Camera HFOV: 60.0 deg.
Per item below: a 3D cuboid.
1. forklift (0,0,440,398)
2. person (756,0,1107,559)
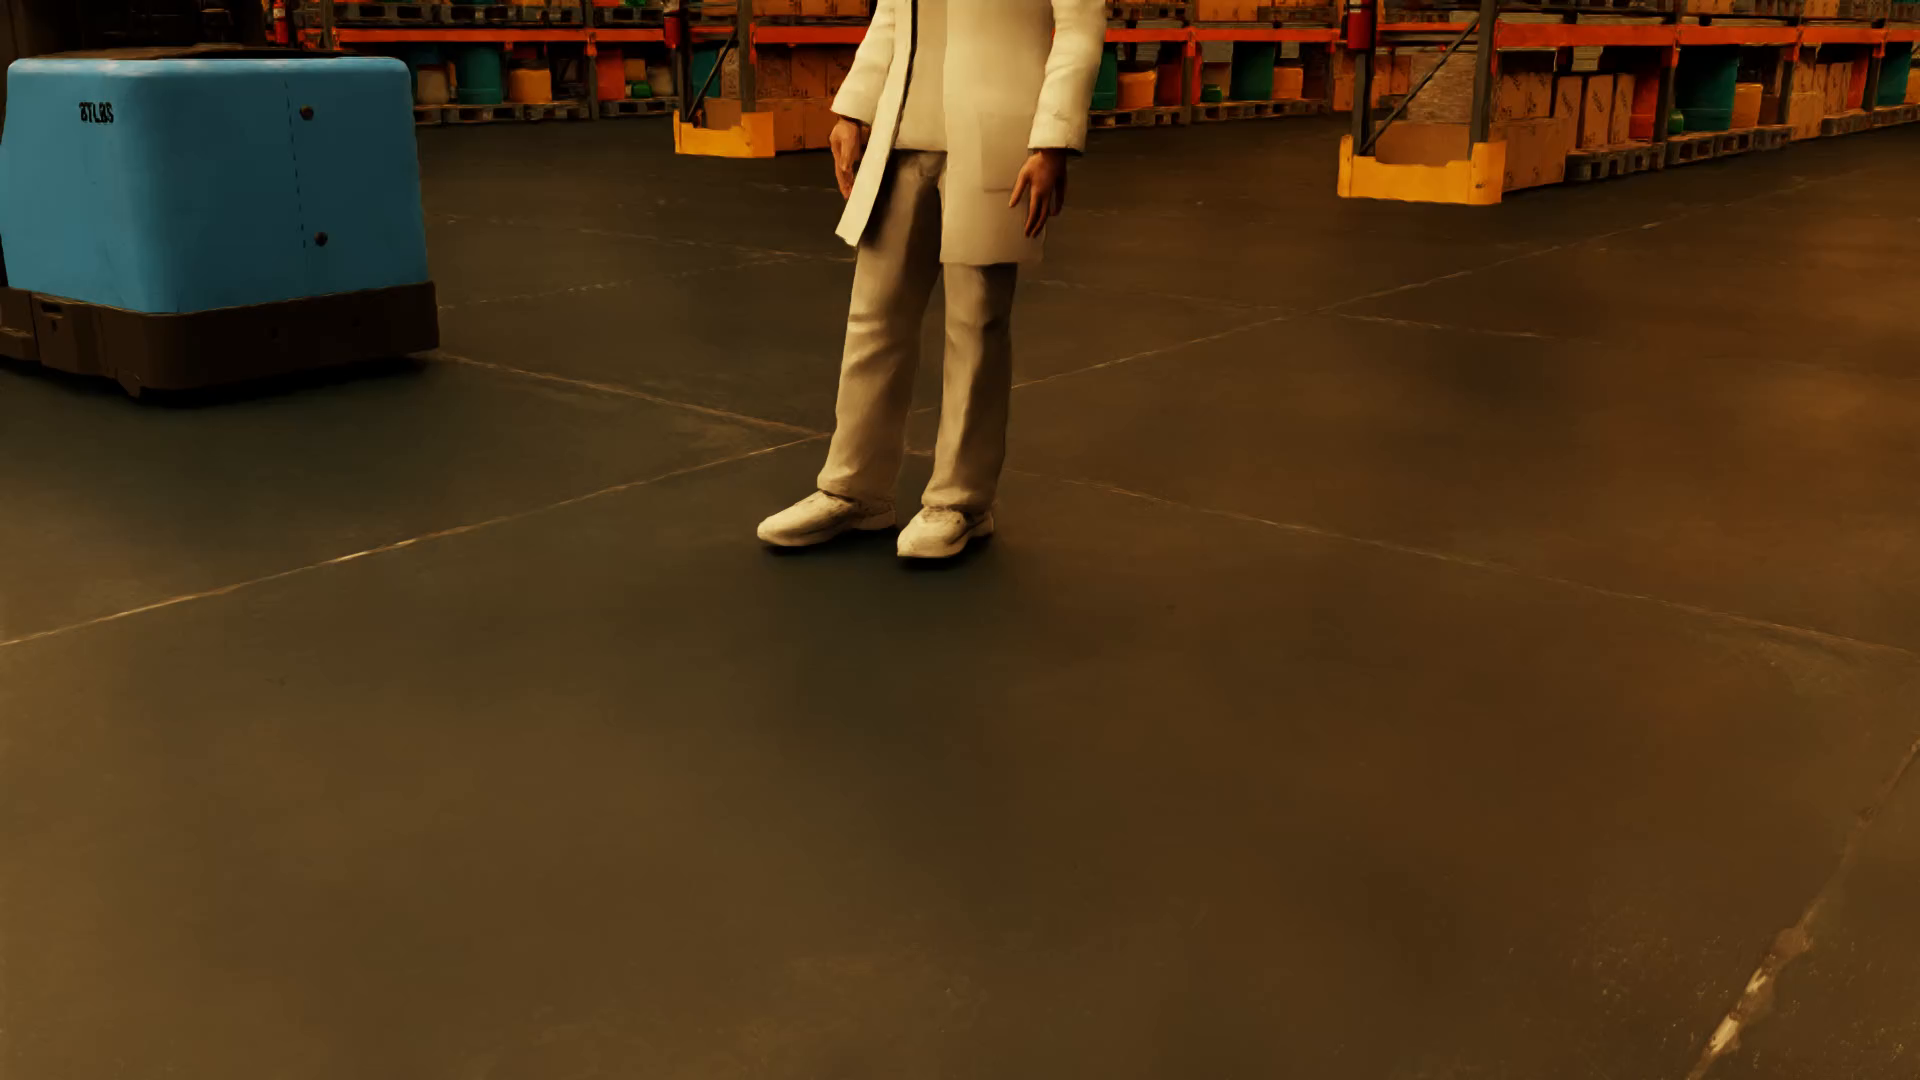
[{"bbox_3d":[-3.346,-2.186,6.096,3.031,2.935,1.130,13,21,36],"label":"forklift"},{"bbox_3d":[-0.061,-0.838,3.617,0.694,1.776,0.579,13,21,37],"label":"person"}]
